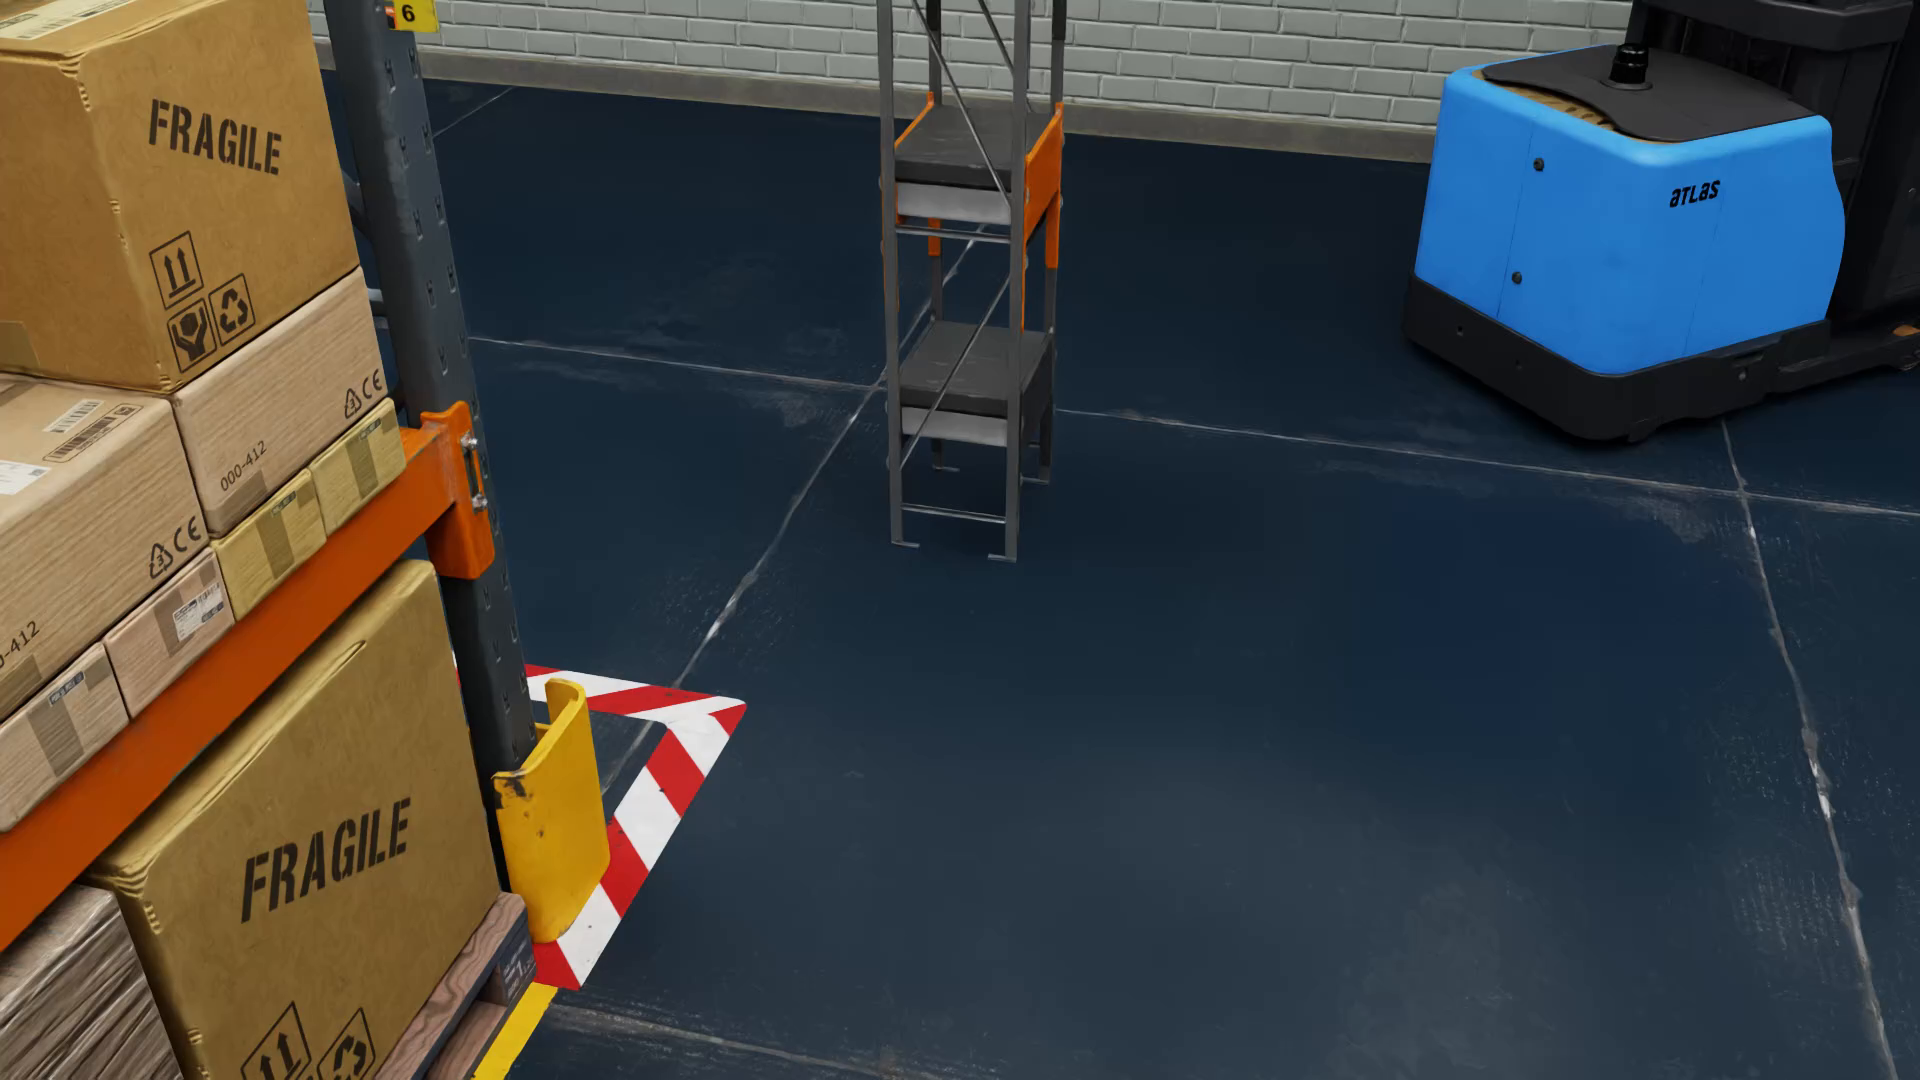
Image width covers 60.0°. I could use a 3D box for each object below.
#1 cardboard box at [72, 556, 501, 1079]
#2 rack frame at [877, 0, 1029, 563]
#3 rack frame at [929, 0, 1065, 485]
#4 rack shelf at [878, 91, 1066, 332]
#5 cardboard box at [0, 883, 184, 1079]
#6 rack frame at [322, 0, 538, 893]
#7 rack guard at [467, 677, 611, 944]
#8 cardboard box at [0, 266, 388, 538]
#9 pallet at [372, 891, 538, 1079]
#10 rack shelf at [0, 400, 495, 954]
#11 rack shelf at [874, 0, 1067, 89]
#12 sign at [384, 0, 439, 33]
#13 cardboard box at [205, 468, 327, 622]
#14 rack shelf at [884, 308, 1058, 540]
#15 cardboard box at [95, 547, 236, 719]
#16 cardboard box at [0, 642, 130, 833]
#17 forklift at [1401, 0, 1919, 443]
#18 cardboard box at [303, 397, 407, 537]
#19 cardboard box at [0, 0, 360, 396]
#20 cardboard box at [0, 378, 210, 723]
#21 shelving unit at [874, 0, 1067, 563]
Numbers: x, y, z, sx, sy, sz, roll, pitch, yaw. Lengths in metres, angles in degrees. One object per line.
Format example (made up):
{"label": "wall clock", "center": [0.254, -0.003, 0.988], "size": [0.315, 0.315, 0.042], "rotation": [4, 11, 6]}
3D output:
{"label": "cardboard box", "center": [-1.532, 0.572, 3.144], "size": [0.875, 0.875, 0.875], "rotation": [8, 33, 12]}
{"label": "rack frame", "center": [-0.020, -0.845, 4.623], "size": [0.400, 2.100, 0.015], "rotation": [8, 33, 12]}
{"label": "rack frame", "center": [0.104, -1.099, 5.021], "size": [0.400, 2.100, 0.015], "rotation": [8, 33, 12]}
{"label": "rack shelf", "center": [0.042, -0.960, 4.829], "size": [0.431, 0.518, 0.480], "rotation": [8, 33, 12]}
{"label": "cardboard box", "center": [-1.763, 1.044, 2.401], "size": [0.875, 0.875, 0.875], "rotation": [8, 33, 12]}
{"label": "rack frame", "center": [-1.447, -0.491, 3.226], "size": [1.000, 3.000, 0.127], "rotation": [8, 33, 12]}
{"label": "rack guard", "center": [-1.441, 0.552, 3.916], "size": [1.175, 0.500, 0.348], "rotation": [8, 33, 12]}
{"label": "cardboard box", "center": [-1.314, -0.266, 2.734], "size": [0.500, 0.250, 0.500], "rotation": [7, 33, 12]}
{"label": "pallet", "center": [-1.575, 1.112, 3.305], "size": [1.003, 0.211, 1.213], "rotation": [8, 33, 12]}
{"label": "rack shelf", "center": [-1.955, 0.851, 1.787], "size": [1.077, 0.370, 4.000], "rotation": [8, 33, 12]}
{"label": "rack shelf", "center": [0.042, -1.551, 4.454], "size": [0.431, 0.518, 0.480], "rotation": [8, 33, 12]}
{"label": "sign", "center": [-0.926, -0.998, 2.724], "size": [0.100, 0.325, 0.005], "rotation": [8, 33, 12]}
{"label": "cardboard box", "center": [-1.284, -0.020, 2.720], "size": [0.380, 0.149, 0.250], "rotation": [8, 33, 13]}
{"label": "rack shelf", "center": [0.042, -0.370, 5.205], "size": [0.431, 0.518, 0.480], "rotation": [8, 33, 12]}
{"label": "cardboard box", "center": [-1.349, 0.111, 2.514], "size": [0.380, 0.149, 0.250], "rotation": [8, 33, 12]}
{"label": "cardboard box", "center": [-1.413, 0.240, 2.311], "size": [0.380, 0.149, 0.250], "rotation": [9, 33, 13]}
{"label": "forklift", "center": [3.244, -2.112, 5.840], "size": [3.031, 2.935, 1.130], "rotation": [-15, 35, -22]}
{"label": "cardboard box", "center": [-1.219, -0.155, 2.932], "size": [0.380, 0.149, 0.250], "rotation": [9, 33, 13]}
{"label": "cardboard box", "center": [-1.317, -0.581, 2.531], "size": [0.500, 0.500, 0.500], "rotation": [8, 33, 13]}
{"label": "cardboard box", "center": [-1.443, -0.002, 2.320], "size": [0.500, 0.250, 0.500], "rotation": [7, 33, 12]}
{"label": "shelving unit", "center": [0.042, -0.972, 4.822], "size": [0.431, 2.100, 0.503], "rotation": [8, 33, 12]}
